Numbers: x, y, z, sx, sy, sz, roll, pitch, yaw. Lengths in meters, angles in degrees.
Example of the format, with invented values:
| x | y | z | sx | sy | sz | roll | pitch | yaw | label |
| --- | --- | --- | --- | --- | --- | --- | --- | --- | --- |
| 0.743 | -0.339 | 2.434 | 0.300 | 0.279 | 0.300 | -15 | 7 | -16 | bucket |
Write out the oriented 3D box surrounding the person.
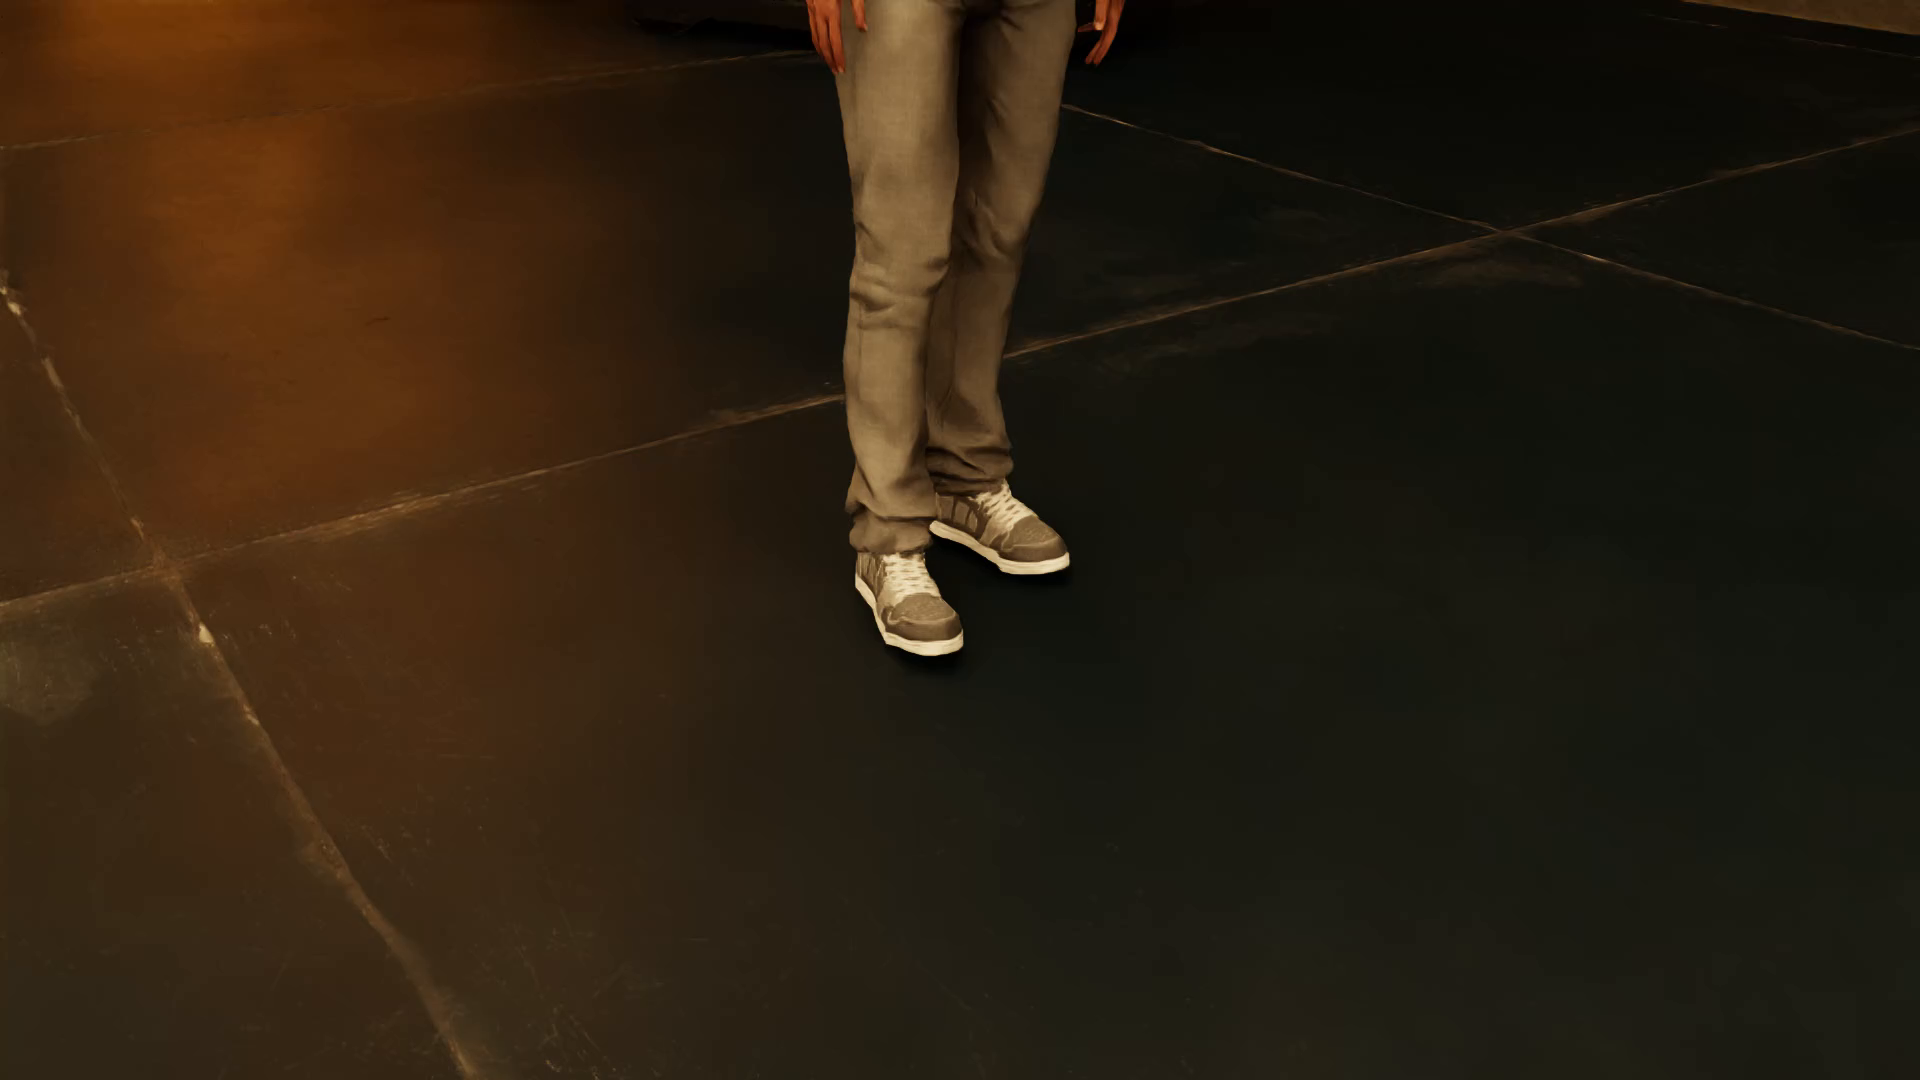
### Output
| x | y | z | sx | sy | sz | roll | pitch | yaw | label |
| --- | --- | --- | --- | --- | --- | --- | --- | --- | --- |
| 0.031 | -0.681 | 2.082 | 0.521 | 1.578 | 0.474 | -17 | 31 | -31 | person |

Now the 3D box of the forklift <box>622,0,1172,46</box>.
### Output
| x | y | z | sx | sy | sz | roll | pitch | yaw | label |
| --- | --- | --- | --- | --- | --- | --- | --- | --- | --- |
| -0.703 | -3.434 | 6.077 | 3.031 | 2.935 | 1.130 | 17 | 32 | 31 | forklift |
